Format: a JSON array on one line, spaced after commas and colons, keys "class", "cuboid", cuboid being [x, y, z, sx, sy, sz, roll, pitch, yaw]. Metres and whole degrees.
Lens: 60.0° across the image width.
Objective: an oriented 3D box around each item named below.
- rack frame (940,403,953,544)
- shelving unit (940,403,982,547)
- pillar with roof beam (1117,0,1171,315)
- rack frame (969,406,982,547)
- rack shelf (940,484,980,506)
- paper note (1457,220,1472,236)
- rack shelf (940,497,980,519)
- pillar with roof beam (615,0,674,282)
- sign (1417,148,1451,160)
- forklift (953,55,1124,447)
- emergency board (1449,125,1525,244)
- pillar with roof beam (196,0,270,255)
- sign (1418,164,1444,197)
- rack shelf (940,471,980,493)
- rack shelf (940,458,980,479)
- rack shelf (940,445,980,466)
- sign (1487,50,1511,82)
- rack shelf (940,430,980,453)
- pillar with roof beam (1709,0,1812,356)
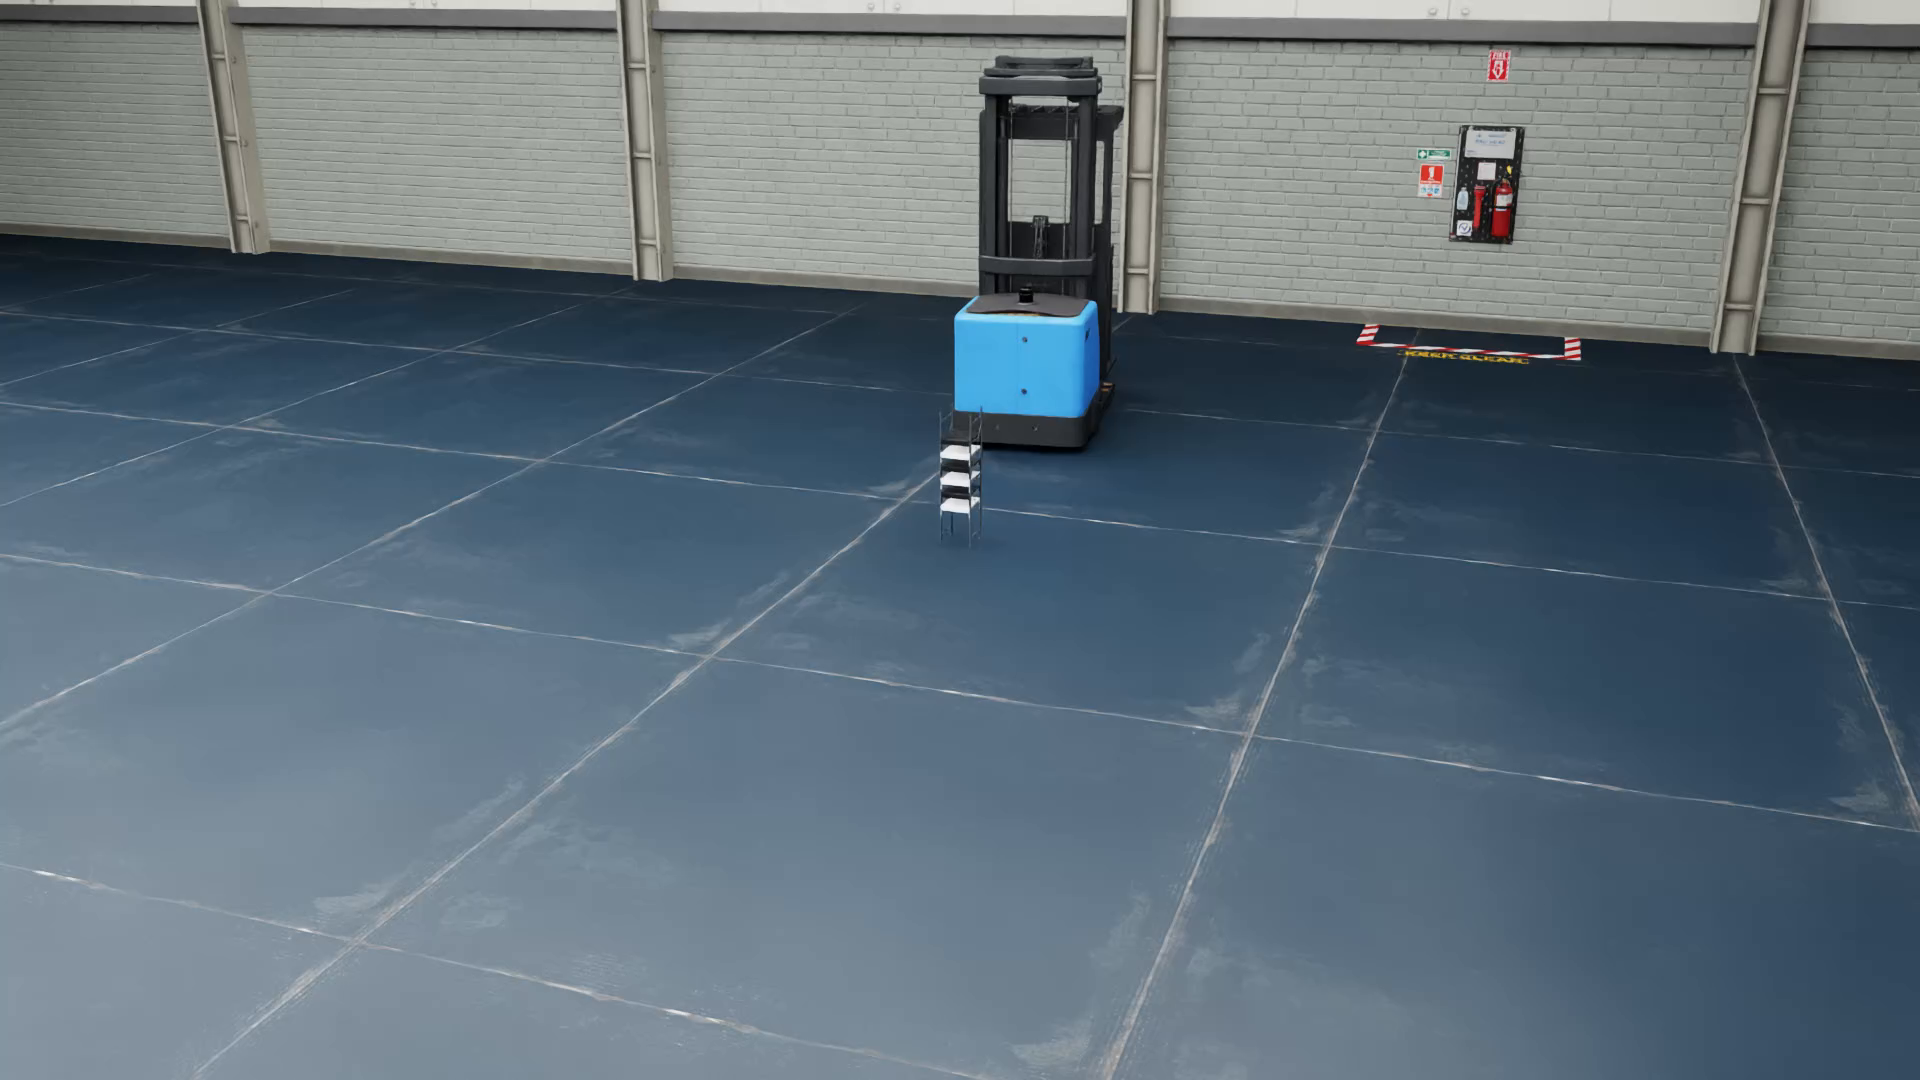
[{"class": "rack frame", "cuboid": [-0.088, -0.435, 10.957, 0.006, 0.900, 0.240, 7, 20, 18]}, {"class": "shelving unit", "cuboid": [0.008, -0.424, 10.926, 0.210, 0.900, 0.258, 7, 20, 18]}, {"class": "pillar with roof beam", "cuboid": [0.547, -5.430, 12.981, 0.400, 9.000, 9.100, 7, 20, 18]}, {"class": "rack frame", "cuboid": [0.104, -0.413, 10.894, 0.006, 0.900, 0.240, 7, 20, 18]}, {"class": "rack shelf", "cuboid": [0.008, -0.308, 10.966, 0.200, 0.077, 0.258, 7, 20, 18]}, {"class": "paper note", "cuboid": [5.161, -3.191, 17.010, 0.142, 0.148, 0.016, 7, 20, 18]}, {"class": "rack shelf", "cuboid": [0.008, -0.223, 10.996, 0.200, 0.077, 0.258, 7, 20, 18]}, {"class": "pillar with roof beam", "cuboid": [-5.121, -6.078, 14.840, 0.400, 9.000, 9.100, 7, 20, 18]}, {"class": "sign", "cuboid": [4.819, -3.922, 16.910, 0.331, 0.109, 0.001, 7, 20, 18]}, {"class": "forklift", "cuboid": [0.749, -2.553, 13.948, 1.130, 2.935, 3.031, 4, 20, 11]}, {"class": "emergency board", "cuboid": [5.306, -3.566, 16.749, 0.643, 1.169, 0.194, 7, 20, 18]}, {"class": "pillar with roof beam", "cuboid": [-10.788, -6.726, 16.700, 0.400, 9.000, 9.100, 7, 20, 18]}, {"class": "sign", "cuboid": [4.817, -3.675, 17.007, 0.234, 0.329, 0.001, 7, 20, 18]}, {"class": "rack shelf", "cuboid": [0.008, -0.393, 10.937, 0.200, 0.077, 0.258, 7, 20, 18]}, {"class": "rack shelf", "cuboid": [0.008, -0.478, 10.907, 0.200, 0.077, 0.258, 7, 20, 18]}, {"class": "rack shelf", "cuboid": [0.008, -0.563, 10.877, 0.200, 0.077, 0.258, 7, 20, 18]}, {"class": "sign", "cuboid": [5.331, -4.692, 16.459, 0.199, 0.298, 0.001, 7, 20, 18]}, {"class": "rack shelf", "cuboid": [0.008, -0.648, 10.848, 0.200, 0.077, 0.258, 7, 20, 18]}, {"class": "pillar with roof beam", "cuboid": [6.215, -4.781, 11.122, 0.400, 9.000, 9.100, 7, 20, 18]}]
